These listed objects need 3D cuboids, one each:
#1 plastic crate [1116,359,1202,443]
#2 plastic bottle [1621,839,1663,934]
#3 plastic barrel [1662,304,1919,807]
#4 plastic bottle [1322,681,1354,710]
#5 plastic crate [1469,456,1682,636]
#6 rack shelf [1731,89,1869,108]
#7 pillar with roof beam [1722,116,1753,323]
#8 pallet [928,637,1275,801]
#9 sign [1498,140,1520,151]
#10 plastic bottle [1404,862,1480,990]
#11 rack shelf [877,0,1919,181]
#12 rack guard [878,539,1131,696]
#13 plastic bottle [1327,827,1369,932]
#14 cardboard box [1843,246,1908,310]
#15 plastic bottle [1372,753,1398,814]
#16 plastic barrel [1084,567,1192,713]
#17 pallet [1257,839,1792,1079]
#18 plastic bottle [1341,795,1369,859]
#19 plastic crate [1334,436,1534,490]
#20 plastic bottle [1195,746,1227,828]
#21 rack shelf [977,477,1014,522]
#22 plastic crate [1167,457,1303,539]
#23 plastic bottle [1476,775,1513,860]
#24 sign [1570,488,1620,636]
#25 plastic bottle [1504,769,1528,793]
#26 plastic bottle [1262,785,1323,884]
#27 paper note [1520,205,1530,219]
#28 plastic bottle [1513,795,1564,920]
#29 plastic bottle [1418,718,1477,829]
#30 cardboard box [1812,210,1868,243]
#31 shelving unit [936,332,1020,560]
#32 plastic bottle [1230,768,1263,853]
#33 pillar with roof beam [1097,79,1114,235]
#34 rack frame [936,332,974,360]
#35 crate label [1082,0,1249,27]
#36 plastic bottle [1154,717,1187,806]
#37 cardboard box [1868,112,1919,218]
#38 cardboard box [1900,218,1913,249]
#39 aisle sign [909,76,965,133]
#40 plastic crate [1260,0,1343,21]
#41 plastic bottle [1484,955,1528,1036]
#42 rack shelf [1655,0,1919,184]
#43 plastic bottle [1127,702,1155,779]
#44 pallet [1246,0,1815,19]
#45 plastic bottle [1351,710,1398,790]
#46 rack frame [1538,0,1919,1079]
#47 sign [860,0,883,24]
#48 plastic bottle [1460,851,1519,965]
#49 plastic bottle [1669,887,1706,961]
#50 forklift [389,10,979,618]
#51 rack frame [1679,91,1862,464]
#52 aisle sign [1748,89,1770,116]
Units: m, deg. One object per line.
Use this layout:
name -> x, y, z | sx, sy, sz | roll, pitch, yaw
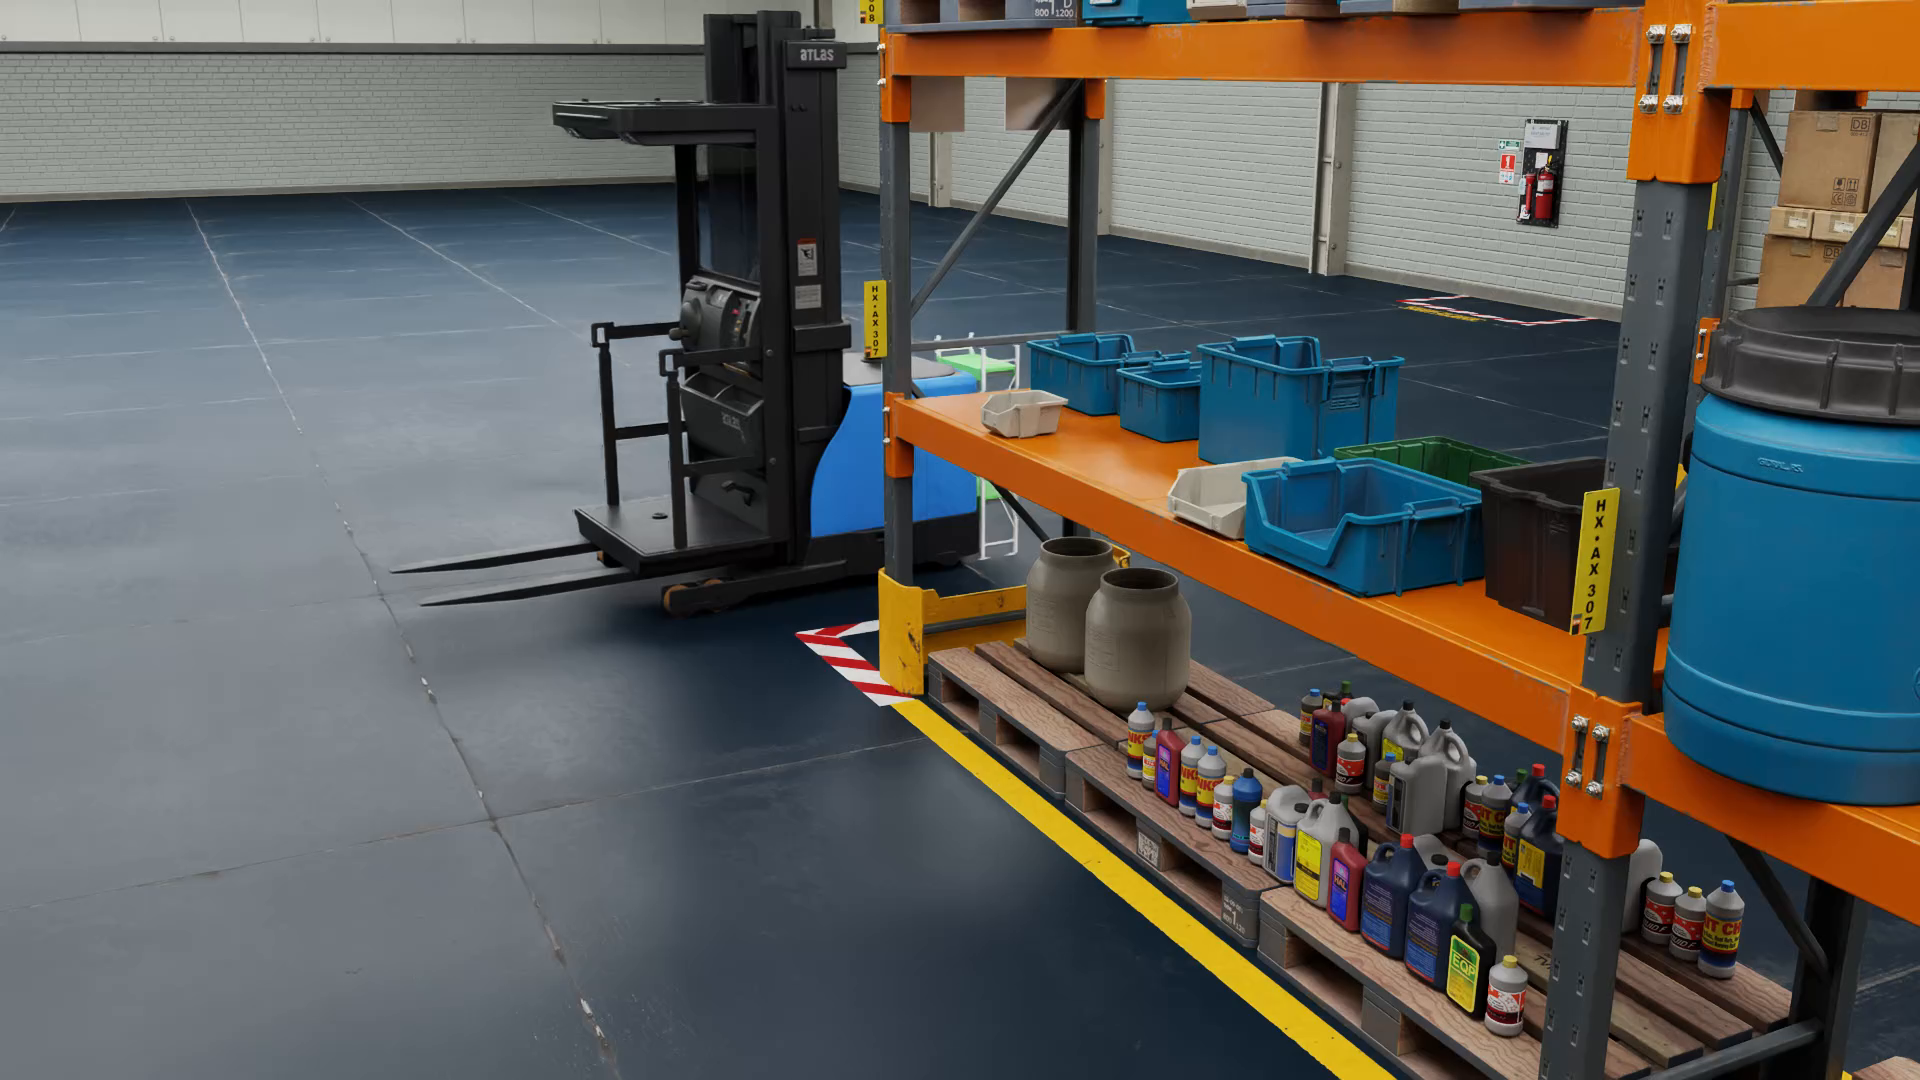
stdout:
plastic crate -> 0.904, -0.553, 6.508 | 0.499, 0.251, 0.408 | -8, 18, -25
plastic bottle -> 1.977, 1.007, 4.944 | 0.152, 0.276, 0.135 | -7, 17, -23
plastic barrel -> 1.786, 0.010, 3.370 | 0.600, 0.901, 0.708 | -8, 18, -25
plastic bottle -> 1.403, 0.650, 6.176 | 0.061, 0.283, 0.133 | -7, 18, -24
plastic crate -> 1.774, 0.003, 4.415 | 0.767, 0.338, 0.504 | -8, 18, -25
rack shelf -> 5.467, -2.071, 7.397 | 1.077, 0.370, 4.000 | -8, 18, -25
pillar with roof beam -> 3.628, -5.853, 13.832 | 9.100, 9.000, 0.400 | -8, 18, -25
pallet -> 0.563, 0.682, 6.992 | 1.003, 0.211, 1.213 | -8, 18, -25
sign -> 6.294, -4.526, 19.059 | 0.001, 0.109, 0.331 | -8, 18, -25
plastic bottle -> 1.348, 1.055, 4.641 | 0.144, 0.351, 0.185 | -8, 18, -26
rack shelf -> 1.013, -1.474, 5.314 | 1.077, 0.370, 4.000 | -8, 18, -25
rack guard -> 0.212, 0.341, 7.656 | 1.175, 0.500, 0.348 | -8, 18, -25
plastic bottle -> 1.155, 1.005, 4.939 | 0.061, 0.283, 0.133 | -6, 17, -21
cardboard box -> 5.018, -1.272, 8.565 | 0.700, 0.500, 0.500 | -7, 17, -23
plastic bottle -> 1.469, 0.829, 5.701 | 0.097, 0.201, 0.097 | 0, 16, 0
plastic barrel -> 0.713, 0.399, 6.673 | 0.421, 0.512, 0.421 | 0, 16, 0
pallet -> 1.632, 1.287, 4.883 | 1.003, 0.211, 1.213 | -8, 18, -25
plastic bottle -> 1.203, 0.941, 5.160 | 0.061, 0.283, 0.133 | -8, 18, -25
plastic crate -> 1.548, -0.151, 5.222 | 0.450, 0.188, 0.662 | -8, 18, -25
plastic bottle -> 0.845, 0.823, 5.592 | 0.097, 0.271, 0.097 | 0, 16, 0
rack shelf -> 0.097, -0.248, 9.542 | 0.258, 0.148, 0.480 | -9, 18, -30
plastic crate -> 0.950, -0.127, 5.234 | 0.530, 0.136, 0.437 | -8, 18, -25
plastic bottle -> 1.728, 0.889, 5.363 | 0.097, 0.271, 0.097 | 0, 16, 0
sign -> 1.390, 0.049, 3.641 | 0.100, 0.325, 0.005 | -8, 18, -25
plastic bottle -> 1.791, 0.869, 5.410 | 0.061, 0.283, 0.133 | -7, 17, -22
plastic bottle -> 1.055, 0.923, 5.238 | 0.152, 0.276, 0.135 | -7, 18, -24
paper note -> 6.434, -3.736, 18.928 | 0.016, 0.148, 0.142 | -8, 18, -25
plastic bottle -> 1.779, 0.947, 5.017 | 0.144, 0.351, 0.185 | -8, 18, -25
plastic bottle -> 1.639, 0.777, 5.608 | 0.144, 0.351, 0.185 | -8, 18, -25
cardboard box -> 4.687, -1.643, 8.680 | 0.380, 0.149, 0.250 | -8, 18, -26
shelving unit -> 0.097, -0.540, 9.459 | 0.258, 1.200, 0.503 | -9, 18, -30
plastic bottle -> 0.934, 0.874, 5.417 | 0.097, 0.271, 0.097 | 0, 16, 0
pillar with roof beam -> -1.629, -8.828, 24.201 | 9.100, 9.000, 0.400 | -8, 18, -25
rack frame -> -0.028, -0.598, 9.660 | 0.240, 1.200, 0.015 | -9, 18, -30
crate label -> 0.660, -1.740, 5.207 | 0.502, 0.251, 0.408 | -8, 18, -25
plastic bottle -> 0.734, 0.766, 5.770 | 0.061, 0.283, 0.133 | -7, 18, -24
cardboard box -> 5.042, -1.883, 8.340 | 0.700, 0.500, 0.500 | -8, 18, -26
cardboard box -> 4.904, -1.518, 8.245 | 0.380, 0.149, 0.250 | -8, 18, -26
aisle sign -> -0.158, -2.106, 6.937 | 0.394, 0.787, 0.004 | -8, 18, -25
plastic crate -> 1.243, -1.871, 5.425 | 0.392, 0.384, 0.575 | -8, 18, -25
plastic bottle -> 1.450, 1.199, 4.408 | 0.097, 0.201, 0.097 | 0, 16, 0
rack shelf -> 2.765, -0.482, 1.858 | 1.077, 0.370, 4.000 | -8, 18, -25
plastic bottle -> 0.651, 0.714, 5.975 | 0.097, 0.271, 0.097 | 0, 16, 0
pallet -> 1.485, -1.400, 4.095 | 1.213, 0.211, 1.003 | -8, 18, -25
plastic bottle -> 1.482, 0.727, 5.921 | 0.152, 0.276, 0.135 | -8, 18, -26
rack frame -> 1.889, 0.118, 3.901 | 1.000, 3.000, 0.127 | -8, 18, -25
sign -> -0.360, -2.254, 6.714 | 0.100, 0.325, 0.005 | -8, 18, -25
plastic bottle -> 1.477, 1.038, 4.701 | 0.144, 0.351, 0.185 | -8, 18, -25
plastic bottle -> 2.099, 1.095, 4.774 | 0.097, 0.201, 0.097 | 0, 16, 0
forklift -> -1.423, -1.180, 8.548 | 3.031, 2.935, 1.130 | -9, 18, -30
rack frame -> 4.591, -1.471, 9.440 | 1.000, 3.000, 0.127 | -8, 18, -25
aisle sign -> 4.287, -2.700, 9.009 | 0.394, 0.787, 0.004 | -8, 18, -25
